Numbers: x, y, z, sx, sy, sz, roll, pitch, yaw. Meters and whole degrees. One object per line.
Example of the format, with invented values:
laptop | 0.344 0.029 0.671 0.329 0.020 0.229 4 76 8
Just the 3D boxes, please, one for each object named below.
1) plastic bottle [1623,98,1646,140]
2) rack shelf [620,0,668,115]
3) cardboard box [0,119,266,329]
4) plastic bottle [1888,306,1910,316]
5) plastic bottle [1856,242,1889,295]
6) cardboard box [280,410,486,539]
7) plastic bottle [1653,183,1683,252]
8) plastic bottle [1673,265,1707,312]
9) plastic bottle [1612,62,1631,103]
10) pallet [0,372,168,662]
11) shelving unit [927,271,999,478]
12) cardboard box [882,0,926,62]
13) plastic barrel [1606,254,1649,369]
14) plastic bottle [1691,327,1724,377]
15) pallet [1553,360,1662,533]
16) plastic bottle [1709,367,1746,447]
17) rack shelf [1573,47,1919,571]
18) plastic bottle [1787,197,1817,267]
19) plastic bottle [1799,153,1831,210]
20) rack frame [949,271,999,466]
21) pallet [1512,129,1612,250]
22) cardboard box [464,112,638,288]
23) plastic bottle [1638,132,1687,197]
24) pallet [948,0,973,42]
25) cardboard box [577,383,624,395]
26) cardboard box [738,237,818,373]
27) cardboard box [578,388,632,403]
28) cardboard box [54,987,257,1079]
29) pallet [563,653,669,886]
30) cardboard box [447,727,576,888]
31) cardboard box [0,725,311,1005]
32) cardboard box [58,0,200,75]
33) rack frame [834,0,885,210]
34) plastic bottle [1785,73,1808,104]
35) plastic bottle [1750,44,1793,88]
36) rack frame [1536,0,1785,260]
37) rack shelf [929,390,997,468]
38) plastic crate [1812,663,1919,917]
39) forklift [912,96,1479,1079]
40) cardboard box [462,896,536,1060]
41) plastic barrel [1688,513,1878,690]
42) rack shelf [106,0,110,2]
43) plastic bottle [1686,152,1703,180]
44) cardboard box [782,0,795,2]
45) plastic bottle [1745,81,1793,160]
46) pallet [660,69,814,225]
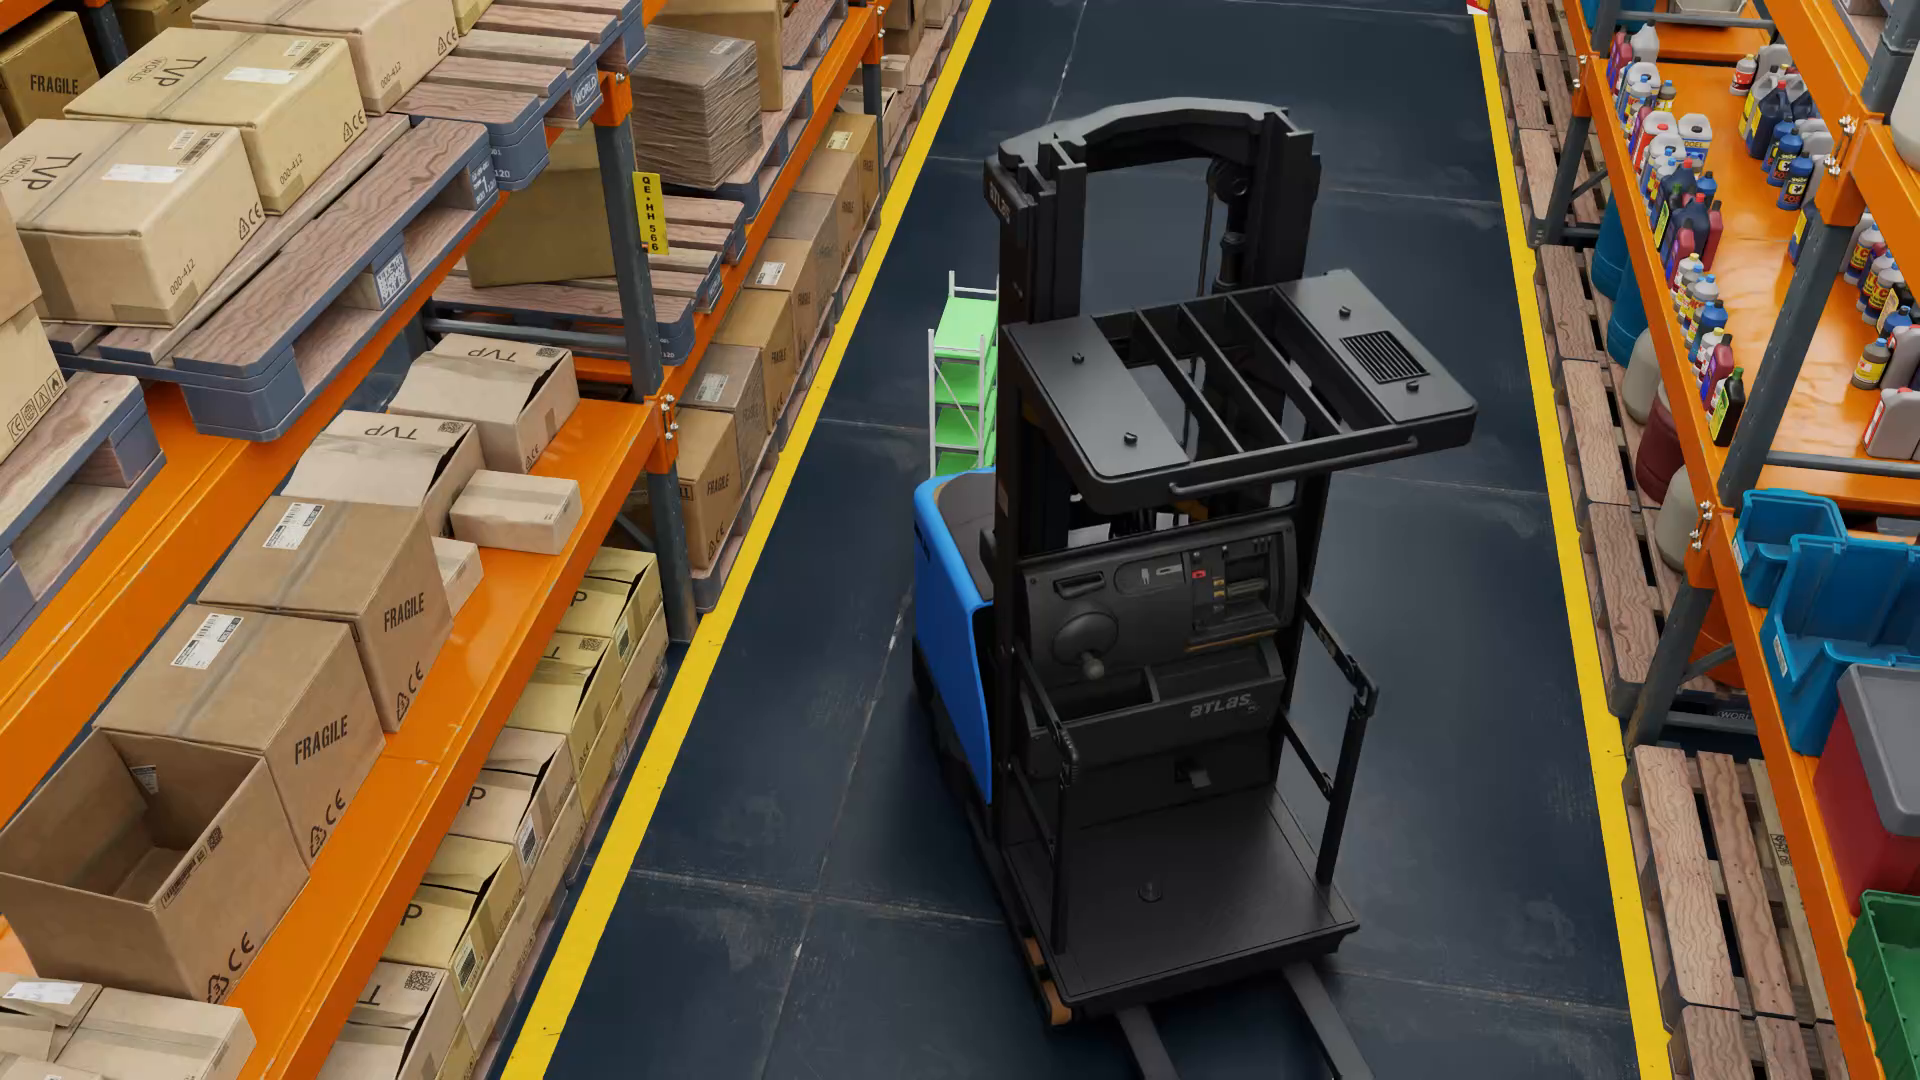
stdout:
plastic bottle | 3.324 -2.066 8.148 0.097 0.201 0.097 0 40 0
rack shelf | -1.318 -2.924 7.240 1.077 0.370 4.000 6 40 8
cardboard box | -1.965 -0.733 3.814 0.500 0.250 0.500 3 40 4
plastic bottle | 3.758 -0.845 6.671 0.097 0.201 0.097 0 40 0
plastic bottle | 3.852 -1.153 6.979 0.061 0.283 0.133 6 40 8
cardboard box | -2.009 -0.216 5.824 0.500 0.311 0.500 6 40 7
plastic bottle | 3.117 -1.415 7.295 0.061 0.283 0.133 6 40 8
plastic bottle | 3.043 -1.048 6.916 0.097 0.201 0.097 0 40 0
plastic bottle | 3.398 -2.334 8.472 0.097 0.201 0.097 0 40 0
pallet | -2.216 0.083 3.189 0.805 0.209 1.217 5 40 6
shelving unit | 0.029 -0.566 7.590 0.258 1.200 0.503 6 40 8
cardboard box | -0.652 -3.688 11.567 0.797 0.503 0.637 6 40 8
plastic barrel | 3.673 -1.321 8.408 0.600 0.901 0.708 6 40 8
plastic bottle | 2.959 -0.742 6.546 0.097 0.201 0.097 0 40 0
pallet | 3.523 -0.430 8.201 1.003 0.211 1.213 6 40 8
plastic bottle | 2.864 -0.498 6.186 0.061 0.283 0.133 6 40 8
rack shelf | 3.560 -1.220 7.532 1.077 0.370 4.000 6 40 8
plastic bottle | 3.706 -1.361 7.178 0.144 0.351 0.185 6 40 8
plastic bottle | 3.943 -1.645 7.580 0.152 0.276 0.135 6 40 8
rack frame | 0.071 -0.719 7.775 0.240 1.200 0.015 6 40 8
pallet | 3.995 -2.143 10.273 1.003 0.211 1.213 6 40 8
cardboard box | -1.666 -1.398 6.776 0.700 0.500 0.500 -6 40 -7
plastic bottle | 3.251 -1.729 7.681 0.152 0.276 0.135 6 40 8
pallet | -0.430 -4.188 12.747 1.003 0.211 1.213 6 40 8
cardboard box | -1.727 -0.934 7.650 0.500 0.250 0.500 8 40 9
cardboard box | -1.041 -1.222 8.587 0.500 0.500 0.500 5 40 6
cardboard box | -1.733 -0.609 7.846 0.500 0.500 0.500 8 40 9
cardboard box | -2.001 1.283 4.138 0.380 0.149 0.250 6 40 8
pallet | -1.845 0.797 6.717 1.003 0.211 1.213 6 40 8
cardboard box | -1.685 0.891 5.804 0.500 0.311 0.500 6 40 7
cardboard box | -2.116 0.871 4.361 0.500 0.500 0.500 9 40 11
cardboard box | -5.621 -3.501 11.359 0.700 0.500 0.500 7 40 8
rack frame | -0.972 -3.300 9.485 1.000 3.000 0.127 6 40 8
plastic bottle | 4.070 -2.120 8.096 0.144 0.351 0.185 6 40 8
plastic bottle | 4.157 -2.421 8.519 0.152 0.276 0.135 6 40 8
rack frame | 3.906 -2.752 8.821 1.000 3.000 0.127 6 40 8
rack shelf | 0.029 -0.517 7.631 0.258 0.148 0.480 6 40 8
plastic crate | 2.633 0.714 4.579 0.402 0.464 0.583 6 40 8
forklift | 0.722 0.273 5.217 1.130 2.935 3.031 -11 41 -13
cardboard box | -1.776 1.427 5.595 0.500 0.250 0.500 7 40 9
plastic barrel | 3.282 0.124 6.716 0.600 0.830 0.708 6 40 8
rack shelf | -5.505 -4.822 11.890 1.077 0.370 4.000 6 40 8
plastic bottle | 3.377 -1.698 7.703 0.097 0.201 0.097 0 40 0
cardboard box | -1.274 -3.228 8.989 0.700 0.500 0.500 -6 40 -7
plastic bottle | 3.896 -2.020 7.975 0.144 0.351 0.185 6 40 8
pallet | -1.332 -1.937 7.986 1.003 0.211 1.213 6 40 8
